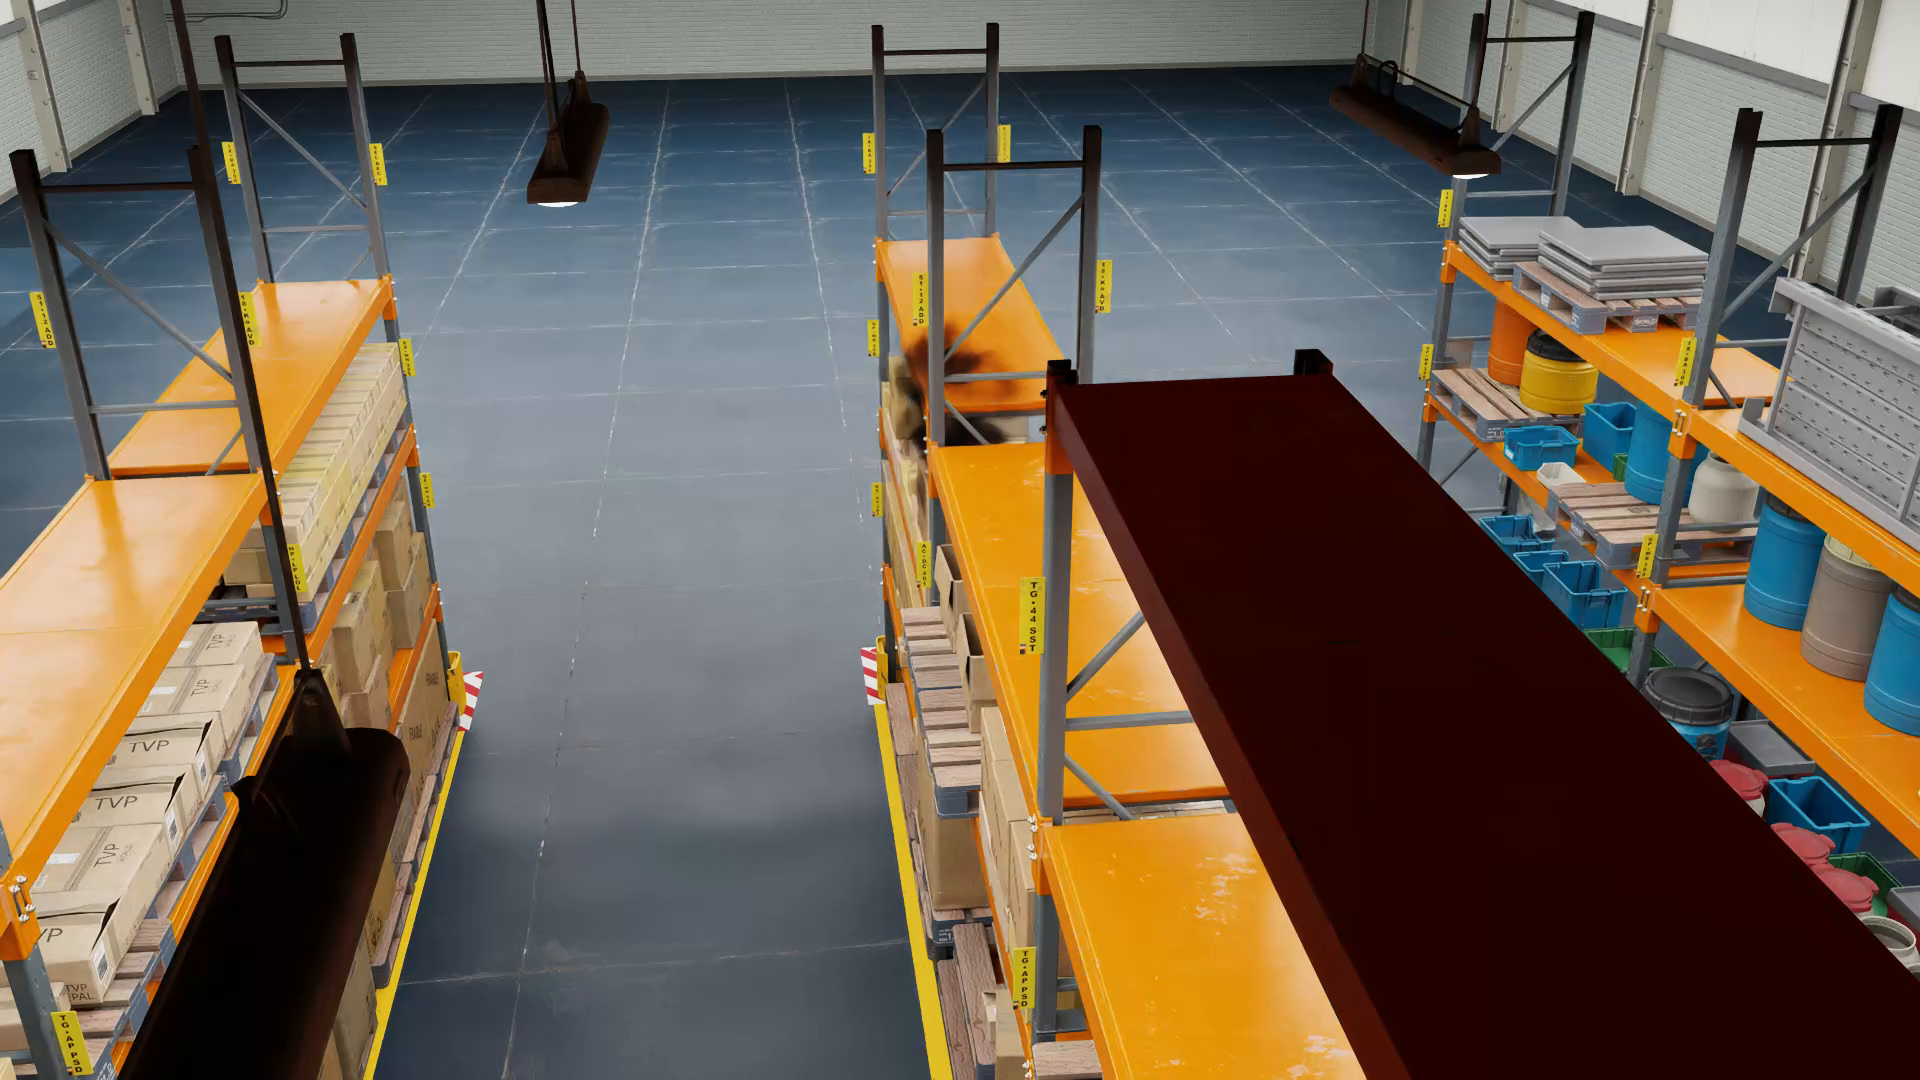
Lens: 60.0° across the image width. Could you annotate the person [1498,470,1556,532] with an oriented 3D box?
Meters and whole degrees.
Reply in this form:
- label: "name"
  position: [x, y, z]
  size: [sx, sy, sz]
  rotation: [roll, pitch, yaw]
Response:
- label: "person"
  position: [6.310, -0.910, 18.367]
  size: [0.756, 1.785, 0.676]
  rotation: [4, 26, 8]
